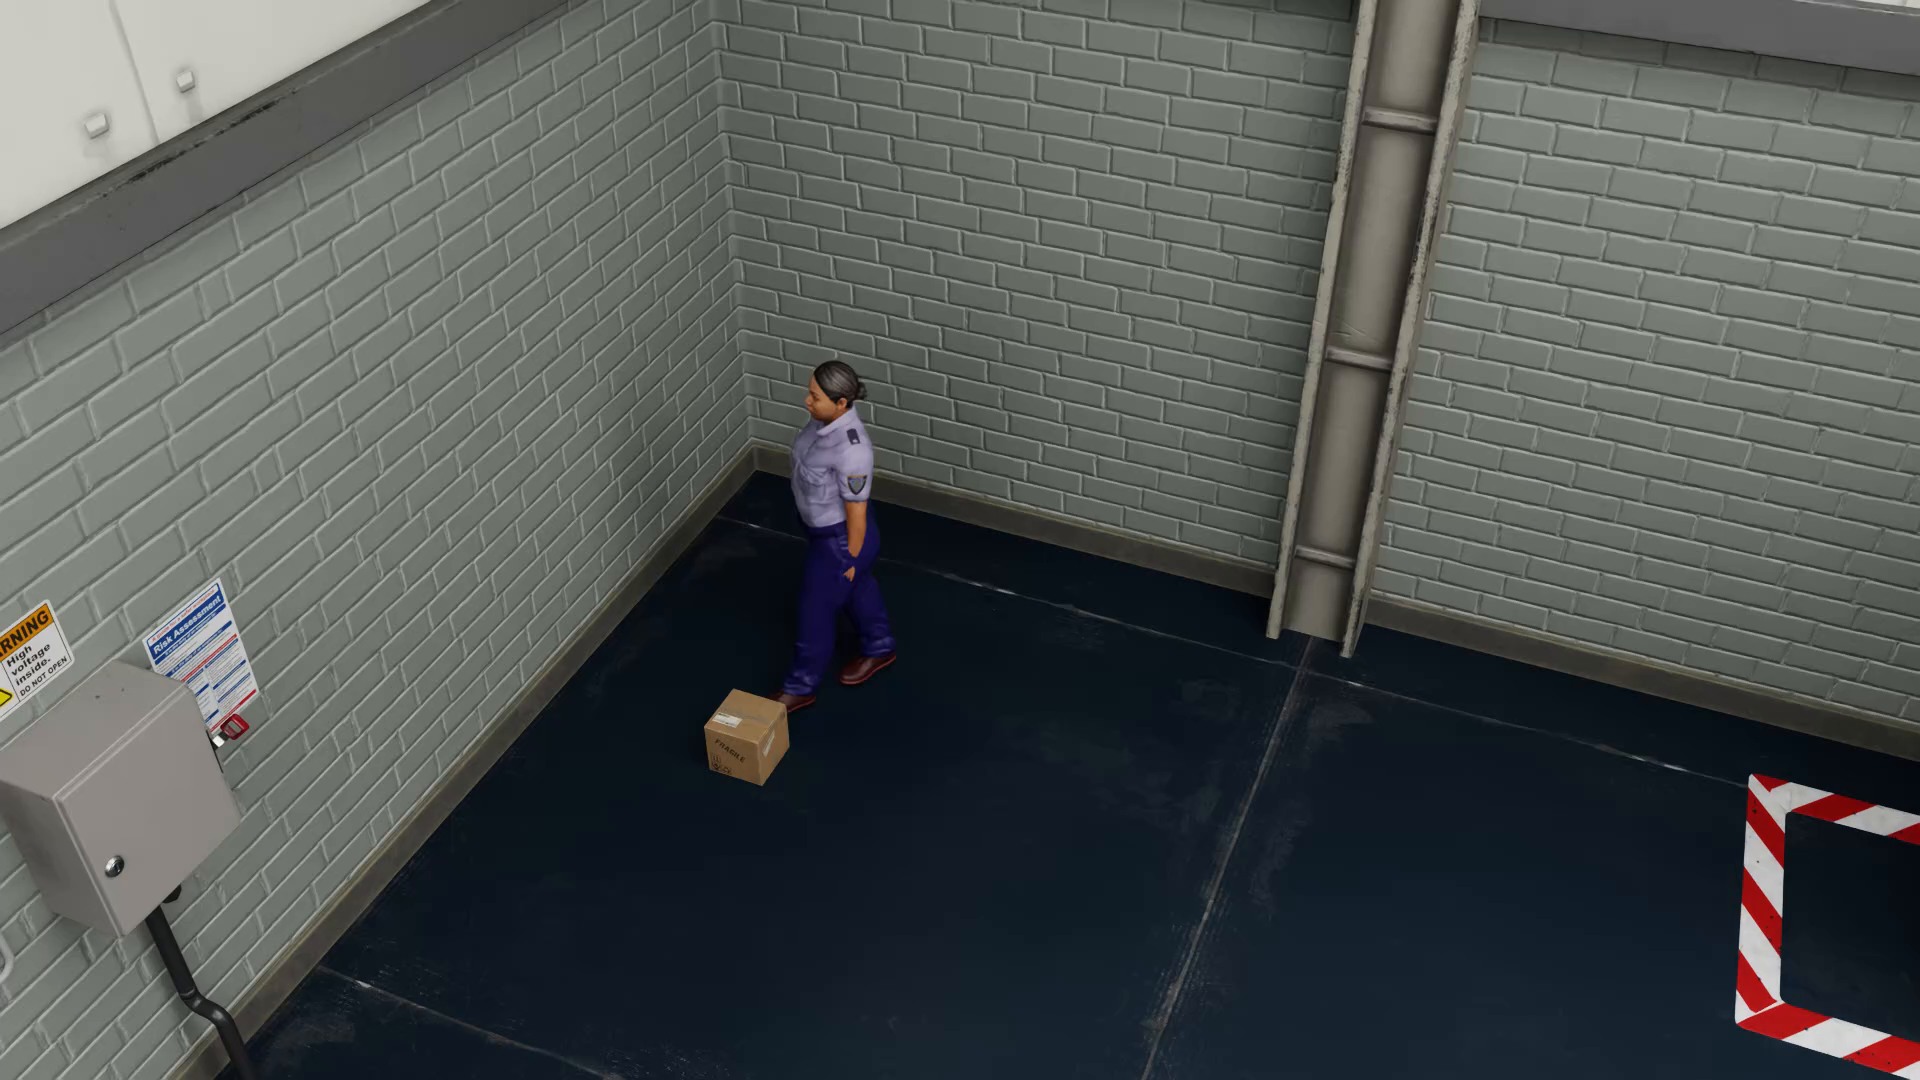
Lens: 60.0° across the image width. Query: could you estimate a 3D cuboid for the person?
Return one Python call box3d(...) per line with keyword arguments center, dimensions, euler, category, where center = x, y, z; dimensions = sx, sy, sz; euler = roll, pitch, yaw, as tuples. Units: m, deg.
box3d(center=(-0.599, -0.018, 6.845), dimensions=(0.683, 1.634, 0.453), euler=(-8, 38, -10), category="person")
